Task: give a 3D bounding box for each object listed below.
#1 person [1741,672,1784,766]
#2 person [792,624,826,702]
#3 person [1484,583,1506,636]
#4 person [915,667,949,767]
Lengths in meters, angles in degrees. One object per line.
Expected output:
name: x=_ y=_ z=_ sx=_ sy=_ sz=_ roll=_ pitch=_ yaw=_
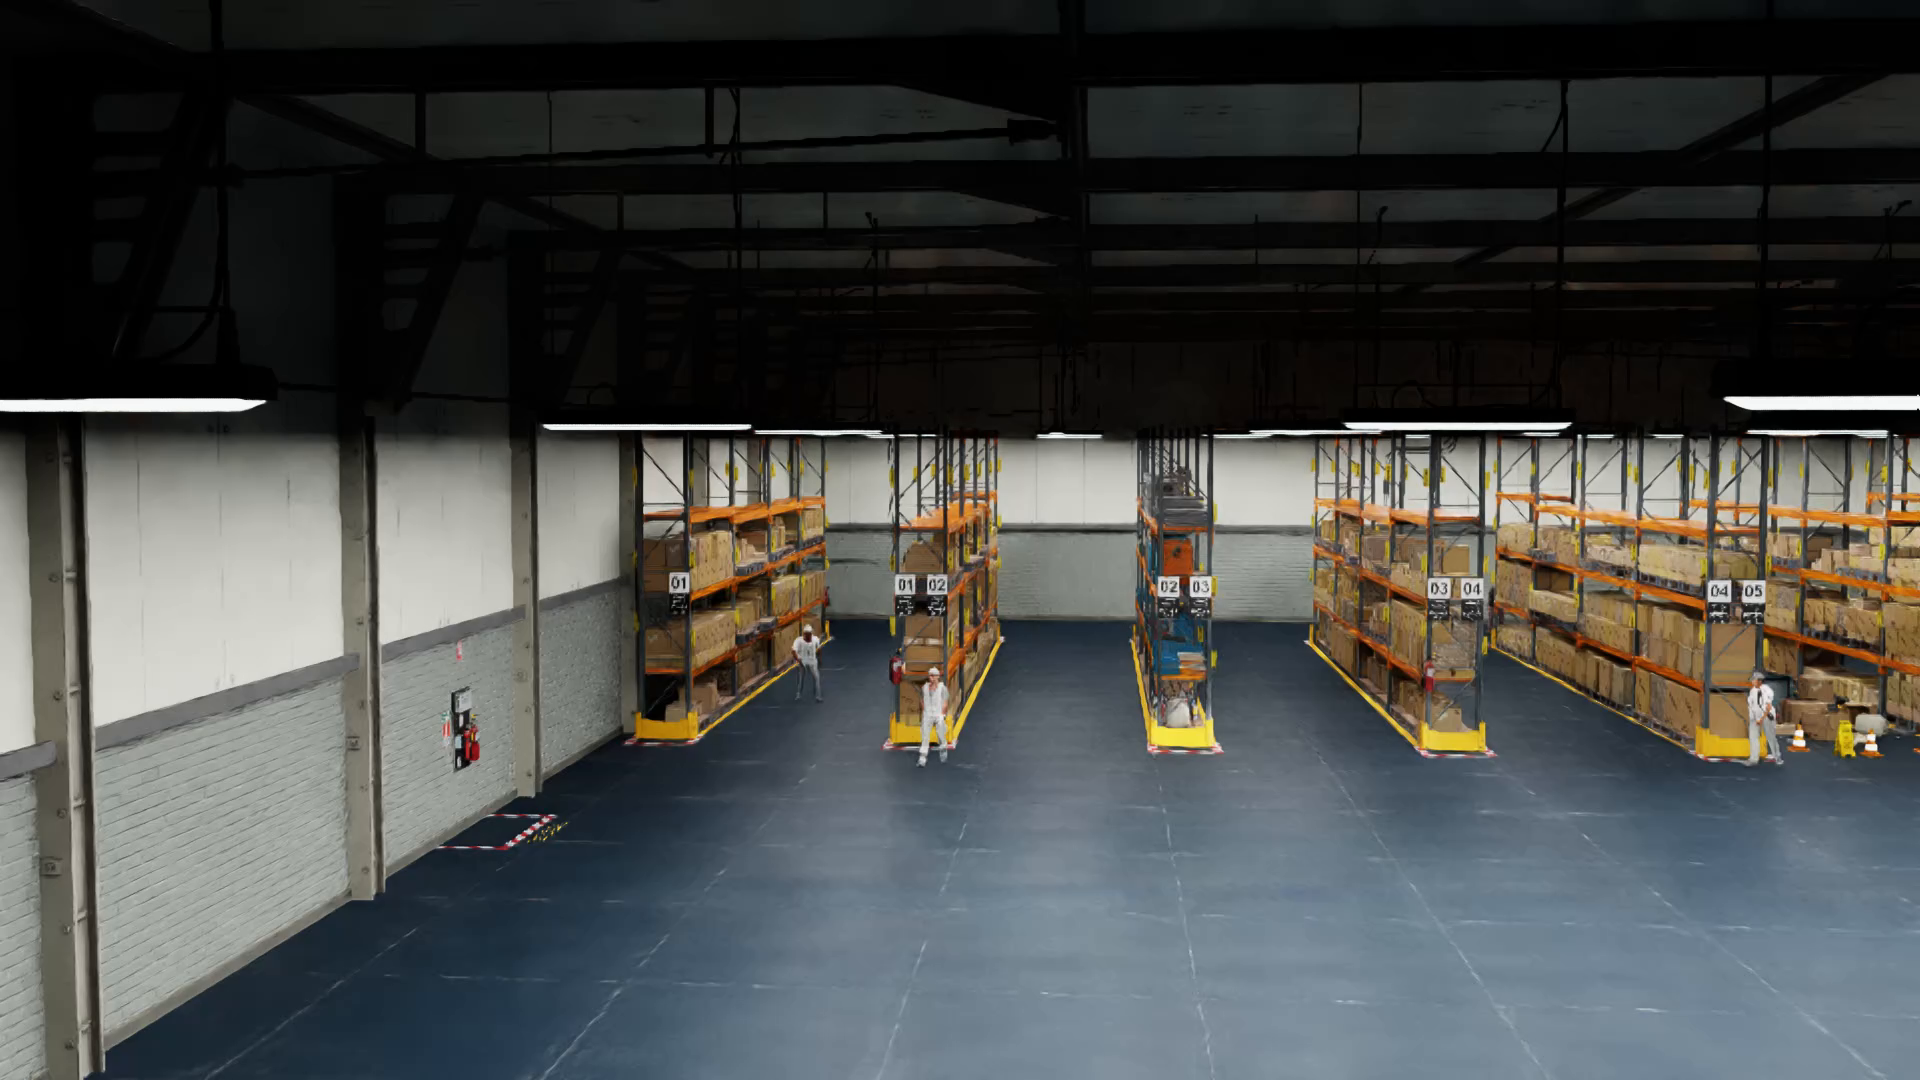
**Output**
person: x=14.128 y=3.142 z=29.227 sx=0.690 sy=1.650 sz=0.517 roll=-1 pitch=4 yaw=-21
person: x=-3.341 y=2.682 z=36.373 sx=0.708 sy=1.702 sz=0.843 roll=-1 pitch=4 yaw=-12
person: x=15.721 y=1.964 z=48.694 sx=0.581 sy=1.678 sz=0.952 roll=2 pitch=4 yaw=29
person: x=-0.454 y=3.091 z=29.188 sx=0.531 sy=1.728 sz=1.037 roll=1 pitch=4 yaw=13
